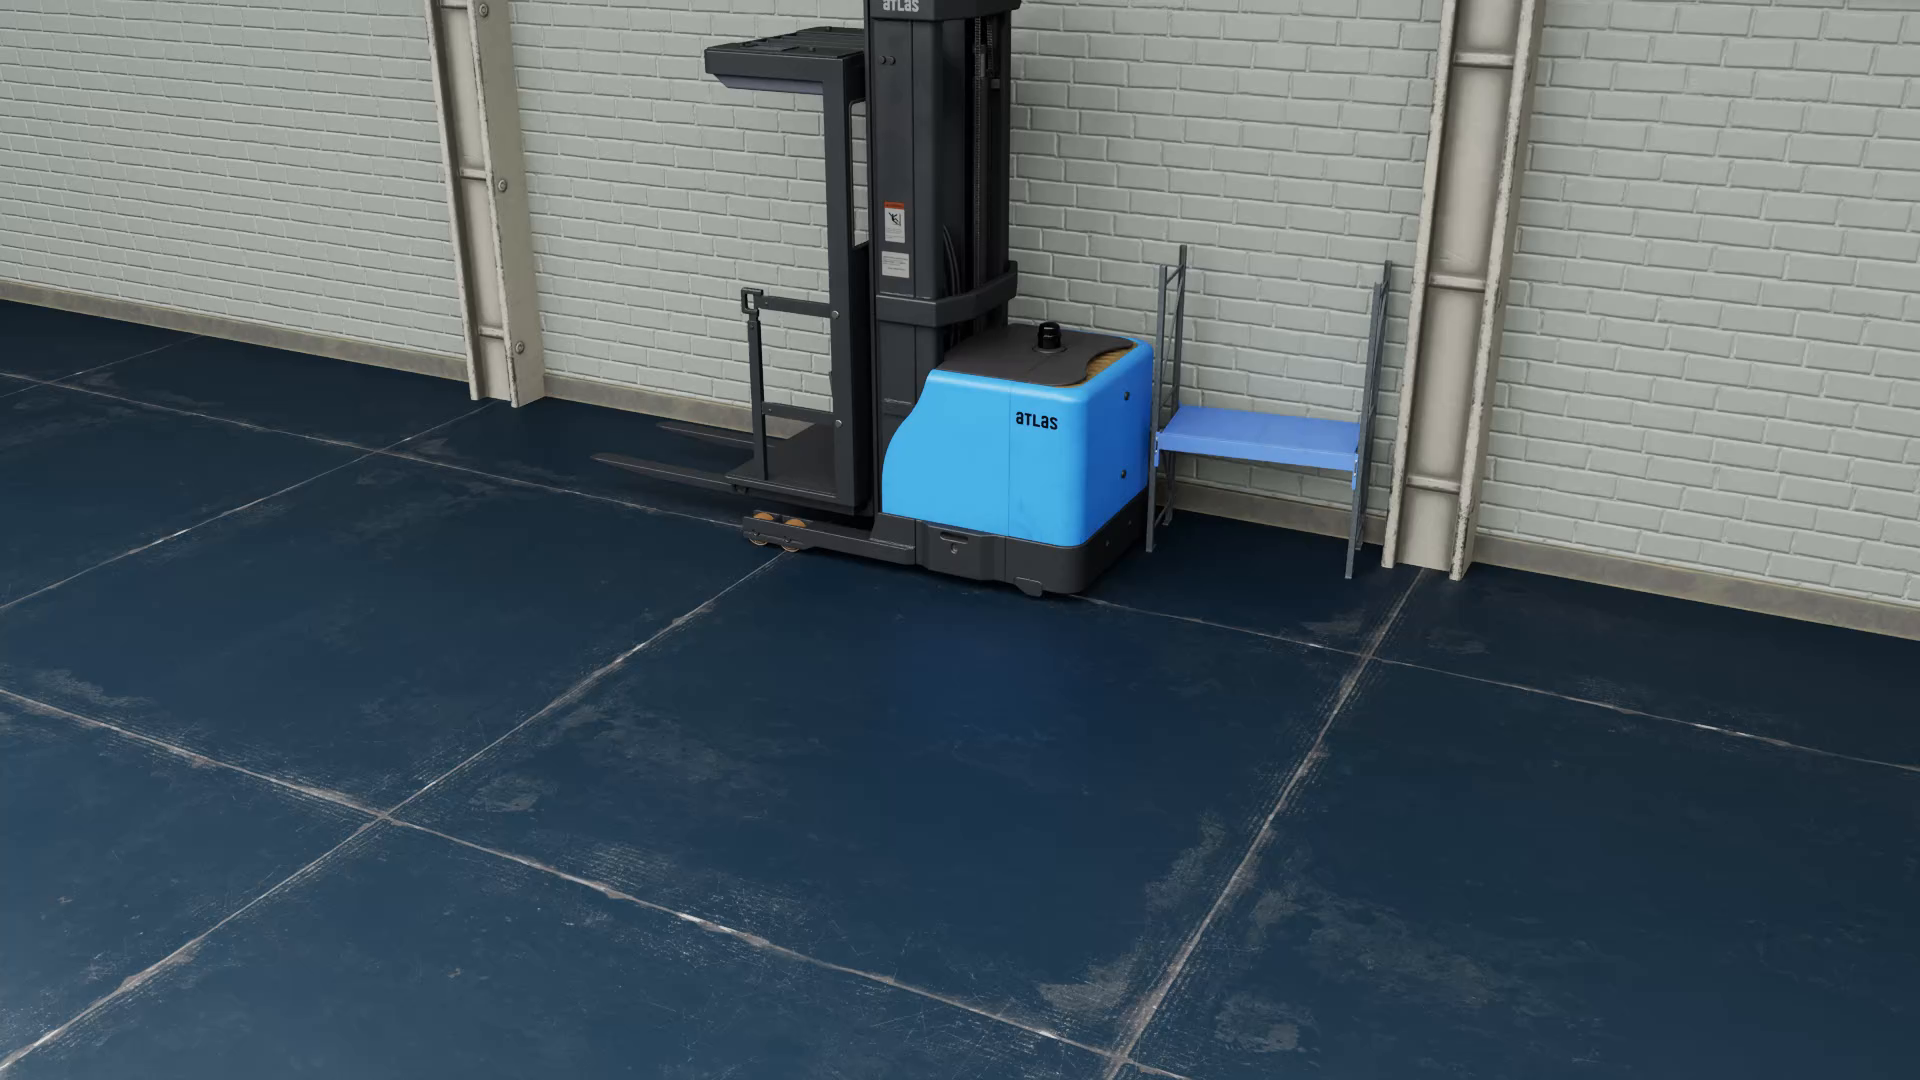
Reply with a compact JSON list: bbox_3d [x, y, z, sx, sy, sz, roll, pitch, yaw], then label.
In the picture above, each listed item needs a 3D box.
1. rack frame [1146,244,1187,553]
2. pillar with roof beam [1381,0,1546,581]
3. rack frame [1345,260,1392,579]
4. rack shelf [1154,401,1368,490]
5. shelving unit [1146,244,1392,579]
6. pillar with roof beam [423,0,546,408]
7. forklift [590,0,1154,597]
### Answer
[{"bbox_3d":[1.057,-0.719,8.524,0.032,1.500,0.500,8,24,18],"label":"rack frame"},{"bbox_3d":[0.440,-2.523,3.185,0.400,9.000,9.100,11,25,25],"label":"pillar with roof beam"},{"bbox_3d":[2.018,-0.588,8.216,0.032,1.500,0.500,8,24,18],"label":"rack frame"},{"bbox_3d":[1.538,-0.488,8.440,1.000,0.185,0.538,8,24,18],"label":"rack shelf"},{"bbox_3d":[1.538,-0.653,8.370,1.048,1.500,0.538,8,24,18],"label":"shelving unit"},{"bbox_3d":[-4.914,-3.583,5.676,0.400,9.000,9.100,11,25,25],"label":"pillar with roof beam"},{"bbox_3d":[-0.563,-1.459,8.435,3.031,2.935,1.130,11,25,24],"label":"forklift"}]
